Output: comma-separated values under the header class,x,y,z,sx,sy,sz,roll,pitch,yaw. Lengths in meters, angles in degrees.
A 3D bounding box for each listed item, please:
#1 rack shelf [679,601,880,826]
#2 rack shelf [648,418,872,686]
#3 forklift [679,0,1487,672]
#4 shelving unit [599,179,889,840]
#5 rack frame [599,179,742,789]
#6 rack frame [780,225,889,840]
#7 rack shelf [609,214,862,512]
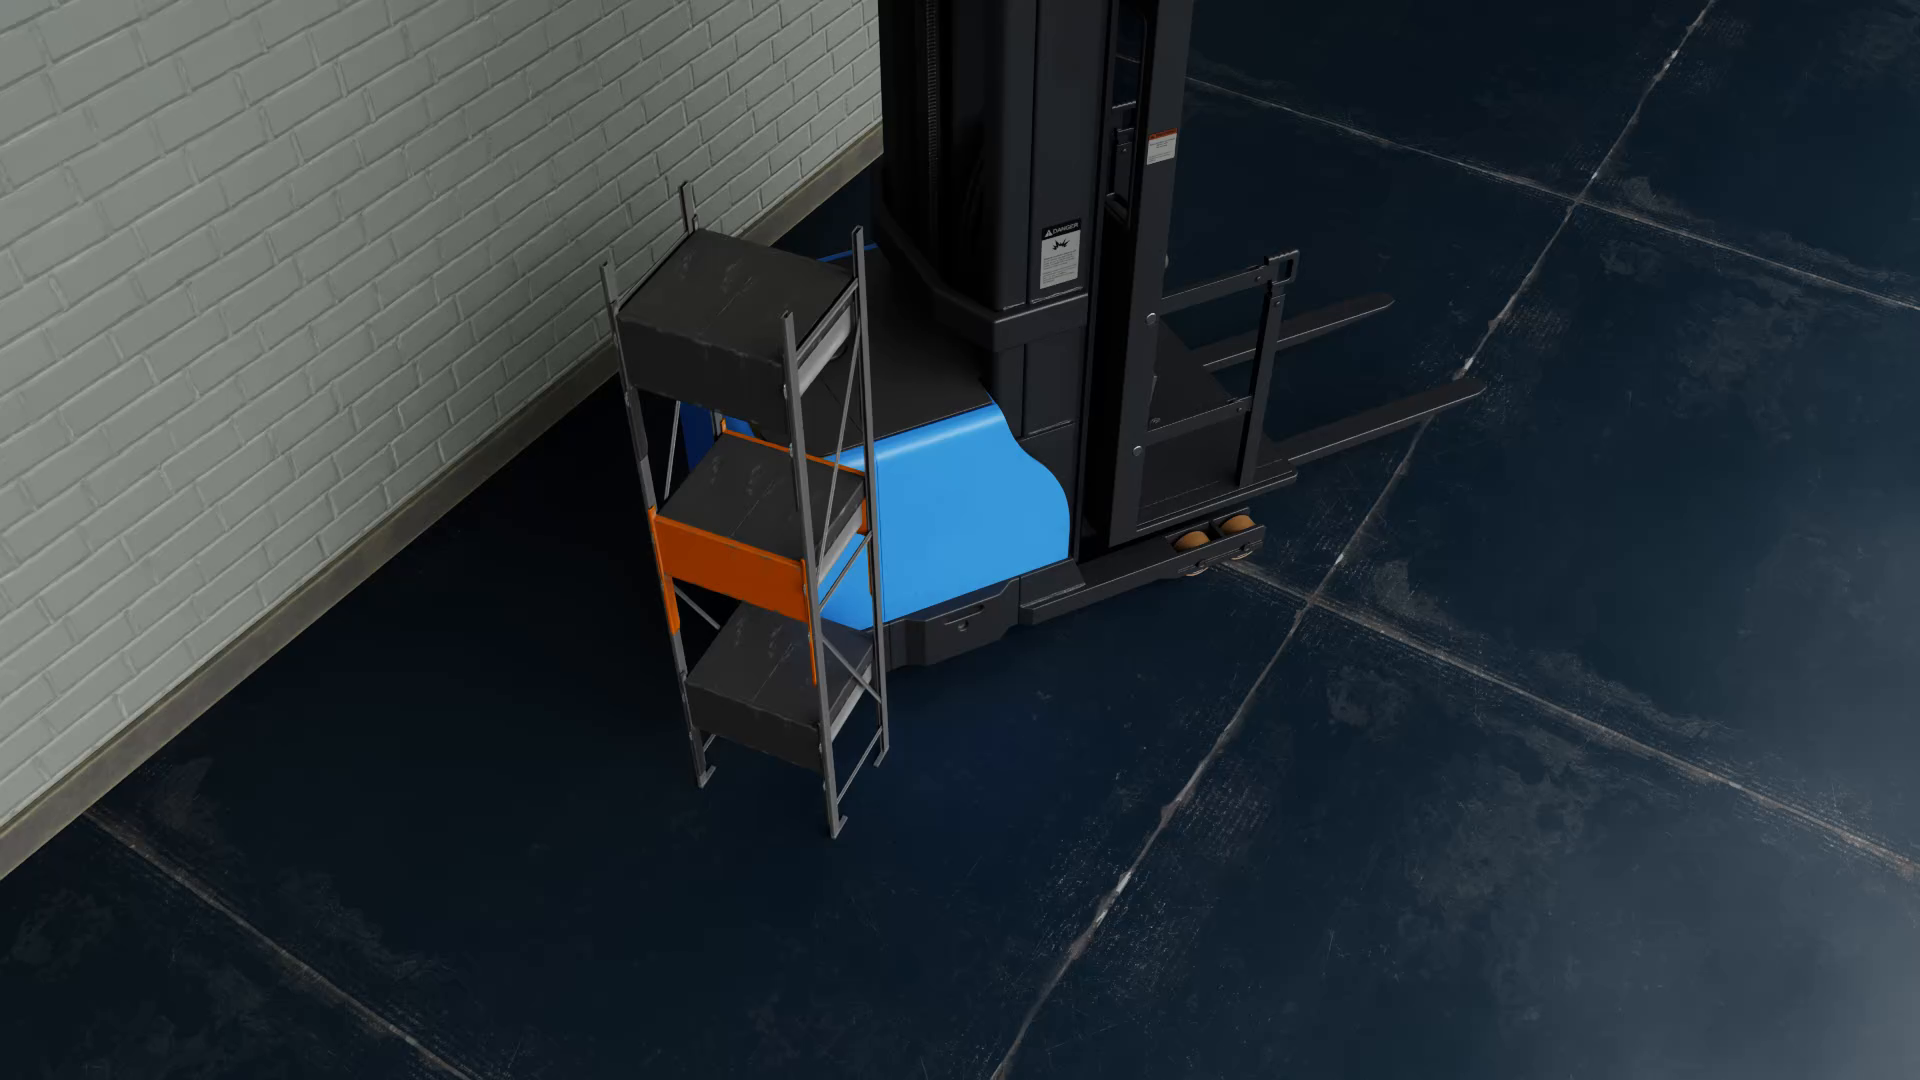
class,x,y,z,sx,sy,sz,roll,pitch,yaw
rack shelf,-0.548,0.520,5.276,0.480,0.518,0.431,18,48,16
rack shelf,-0.548,0.032,4.774,0.480,0.518,0.431,18,48,16
forklift,0.562,-1.214,5.386,3.031,2.935,1.130,-19,49,-18
shelving unit,-0.548,0.023,4.764,0.503,2.100,0.431,18,48,16
rack frame,-0.771,-0.048,4.833,0.015,2.100,0.400,18,48,16
rack frame,-0.325,0.094,4.695,0.015,2.100,0.400,18,48,16
rack shelf,-0.548,-0.456,4.272,0.480,0.518,0.431,18,48,16
